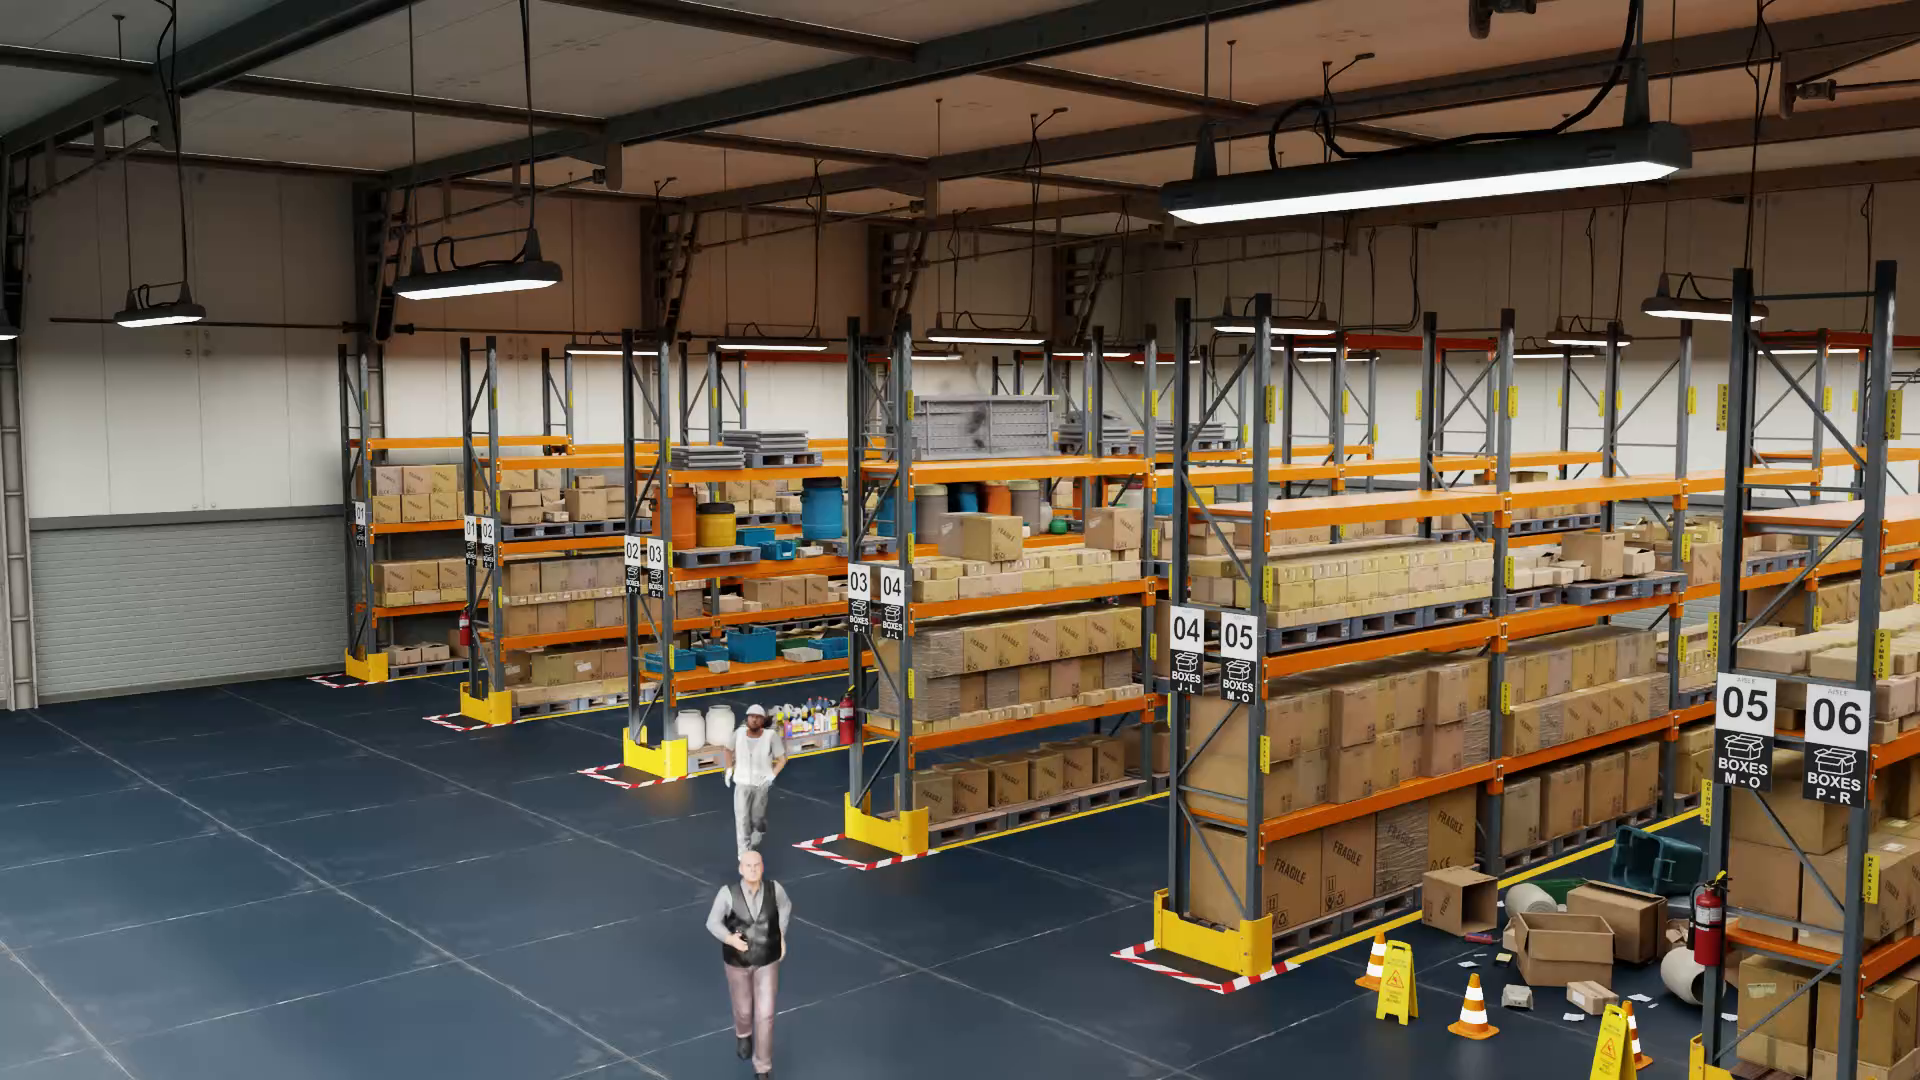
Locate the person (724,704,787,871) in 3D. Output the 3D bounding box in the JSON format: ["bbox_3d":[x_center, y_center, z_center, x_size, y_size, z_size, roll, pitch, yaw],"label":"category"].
[{"bbox_3d":[-2.252,2.671,18.234,0.704,1.765,0.845,0,5,2],"label":"person"}]

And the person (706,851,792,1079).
[{"bbox_3d":[-1.576,3.188,12.504,0.651,1.747,0.879,-1,5,-9],"label":"person"}]

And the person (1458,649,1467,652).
[{"bbox_3d":[6.557,2.335,21.814,0.624,1.831,0.752,4,6,38],"label":"person"}]
